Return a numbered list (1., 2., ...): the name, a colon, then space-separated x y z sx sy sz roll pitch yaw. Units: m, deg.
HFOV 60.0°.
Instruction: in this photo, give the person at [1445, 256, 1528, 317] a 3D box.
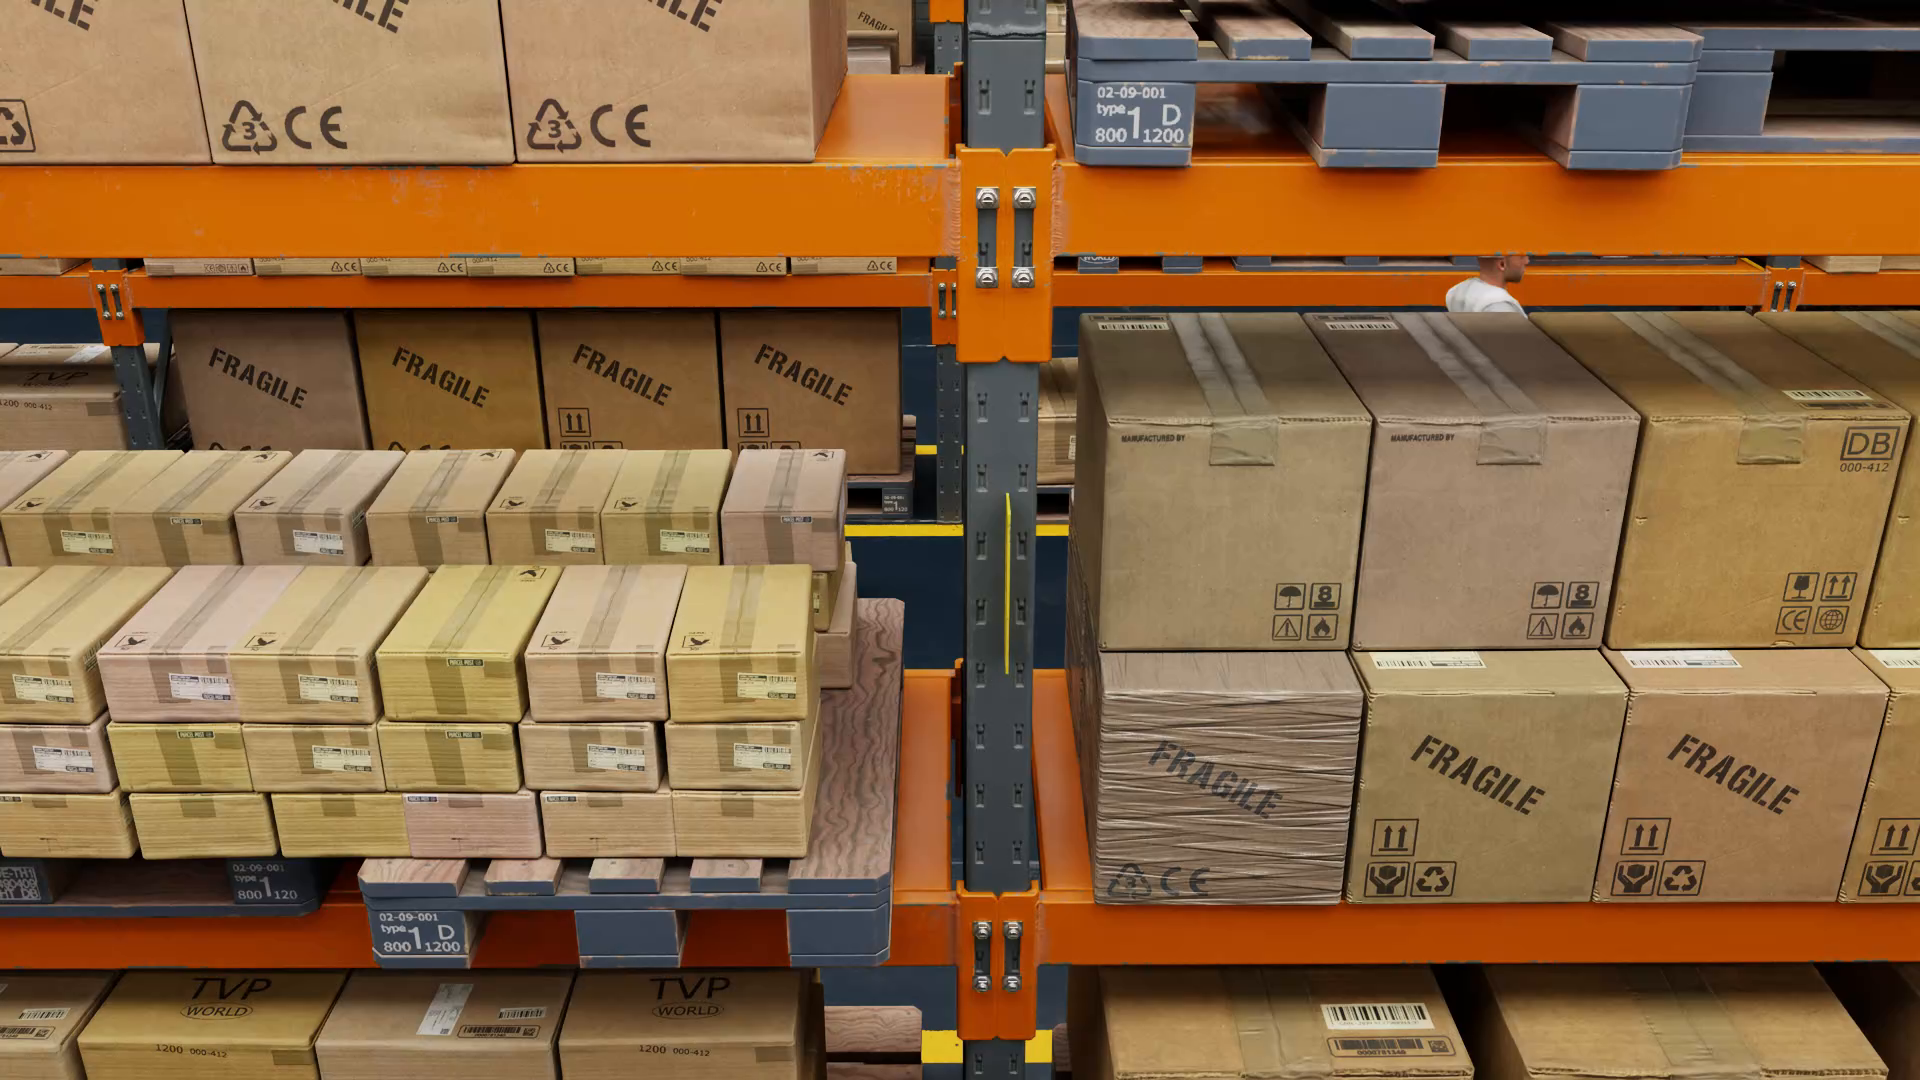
1. person: 2.278 -0.500 7.184 0.385 1.794 0.536 -3 24 -6
